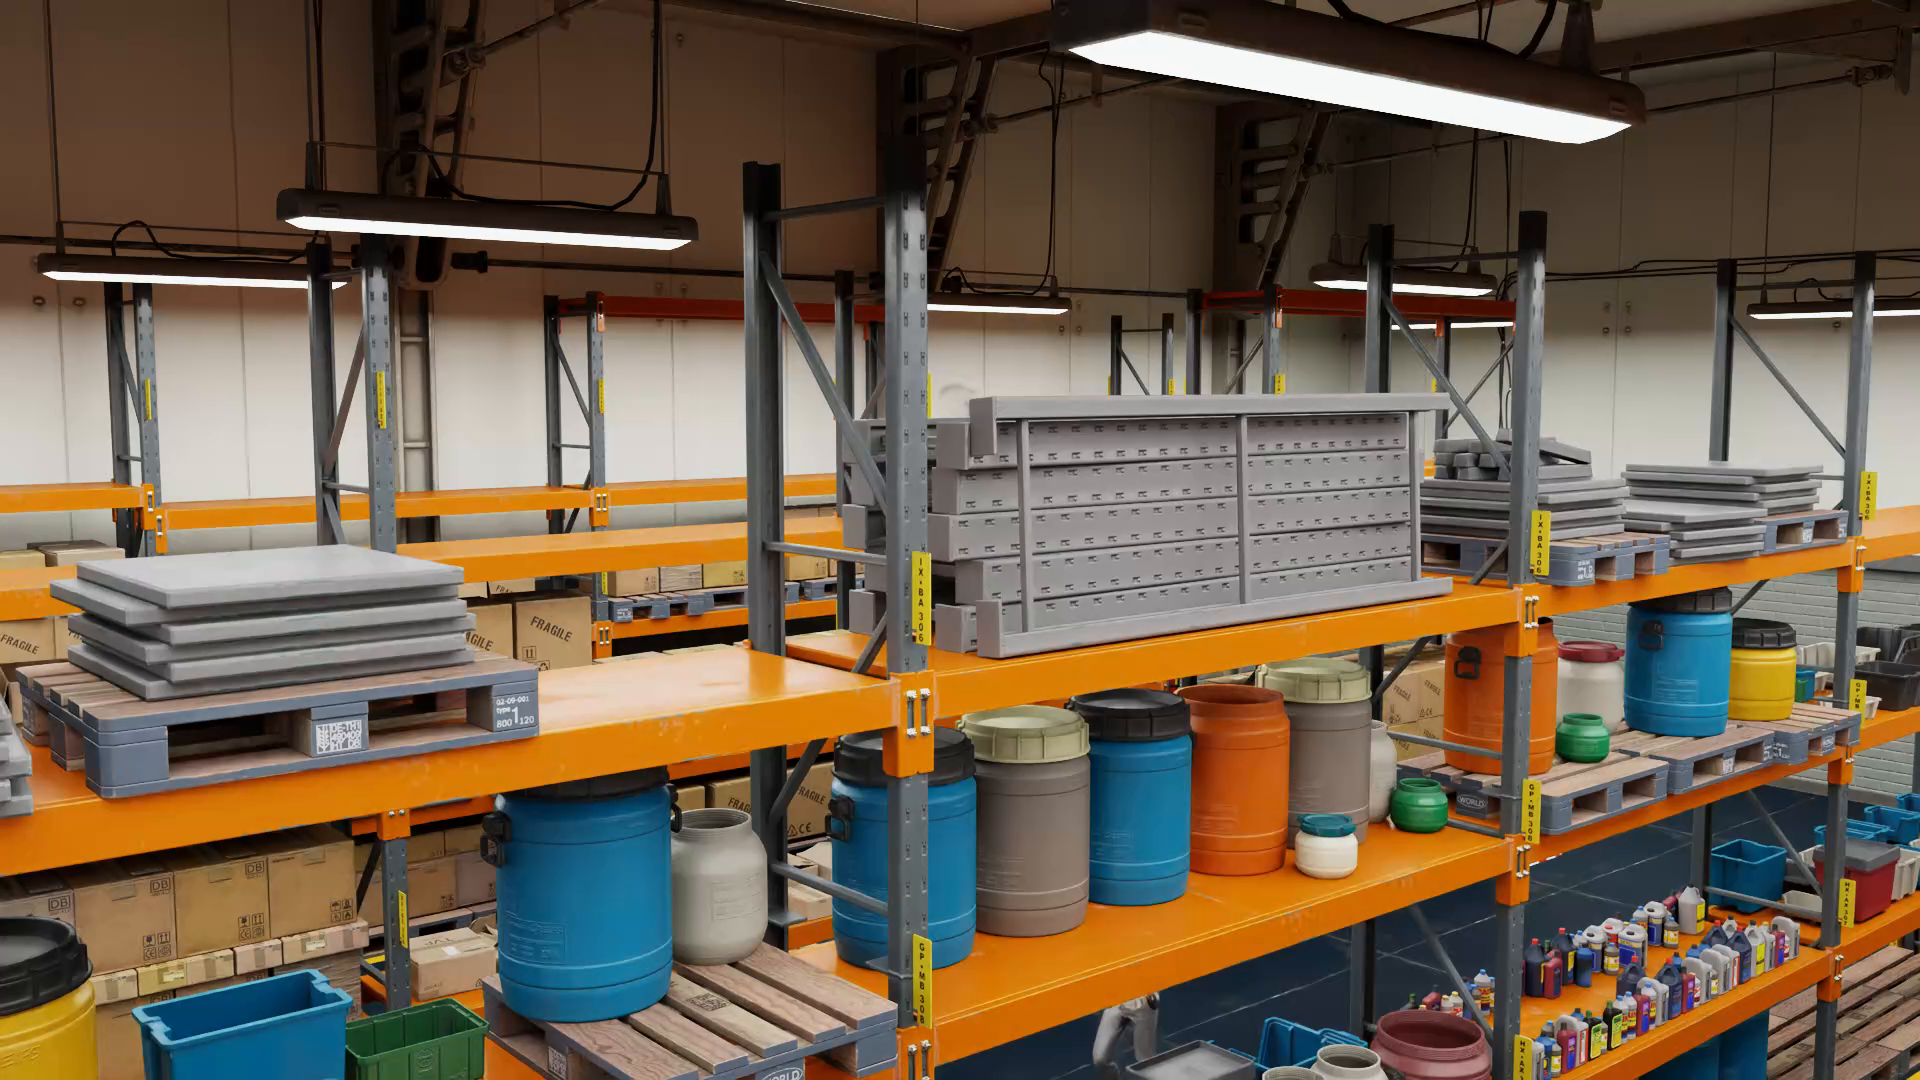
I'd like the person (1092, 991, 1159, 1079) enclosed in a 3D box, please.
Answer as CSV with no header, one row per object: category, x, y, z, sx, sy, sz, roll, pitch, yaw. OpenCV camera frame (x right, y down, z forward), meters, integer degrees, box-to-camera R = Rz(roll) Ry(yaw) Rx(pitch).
person,1.164,3.227,11.435,0.578,1.712,0.672,4,7,38
